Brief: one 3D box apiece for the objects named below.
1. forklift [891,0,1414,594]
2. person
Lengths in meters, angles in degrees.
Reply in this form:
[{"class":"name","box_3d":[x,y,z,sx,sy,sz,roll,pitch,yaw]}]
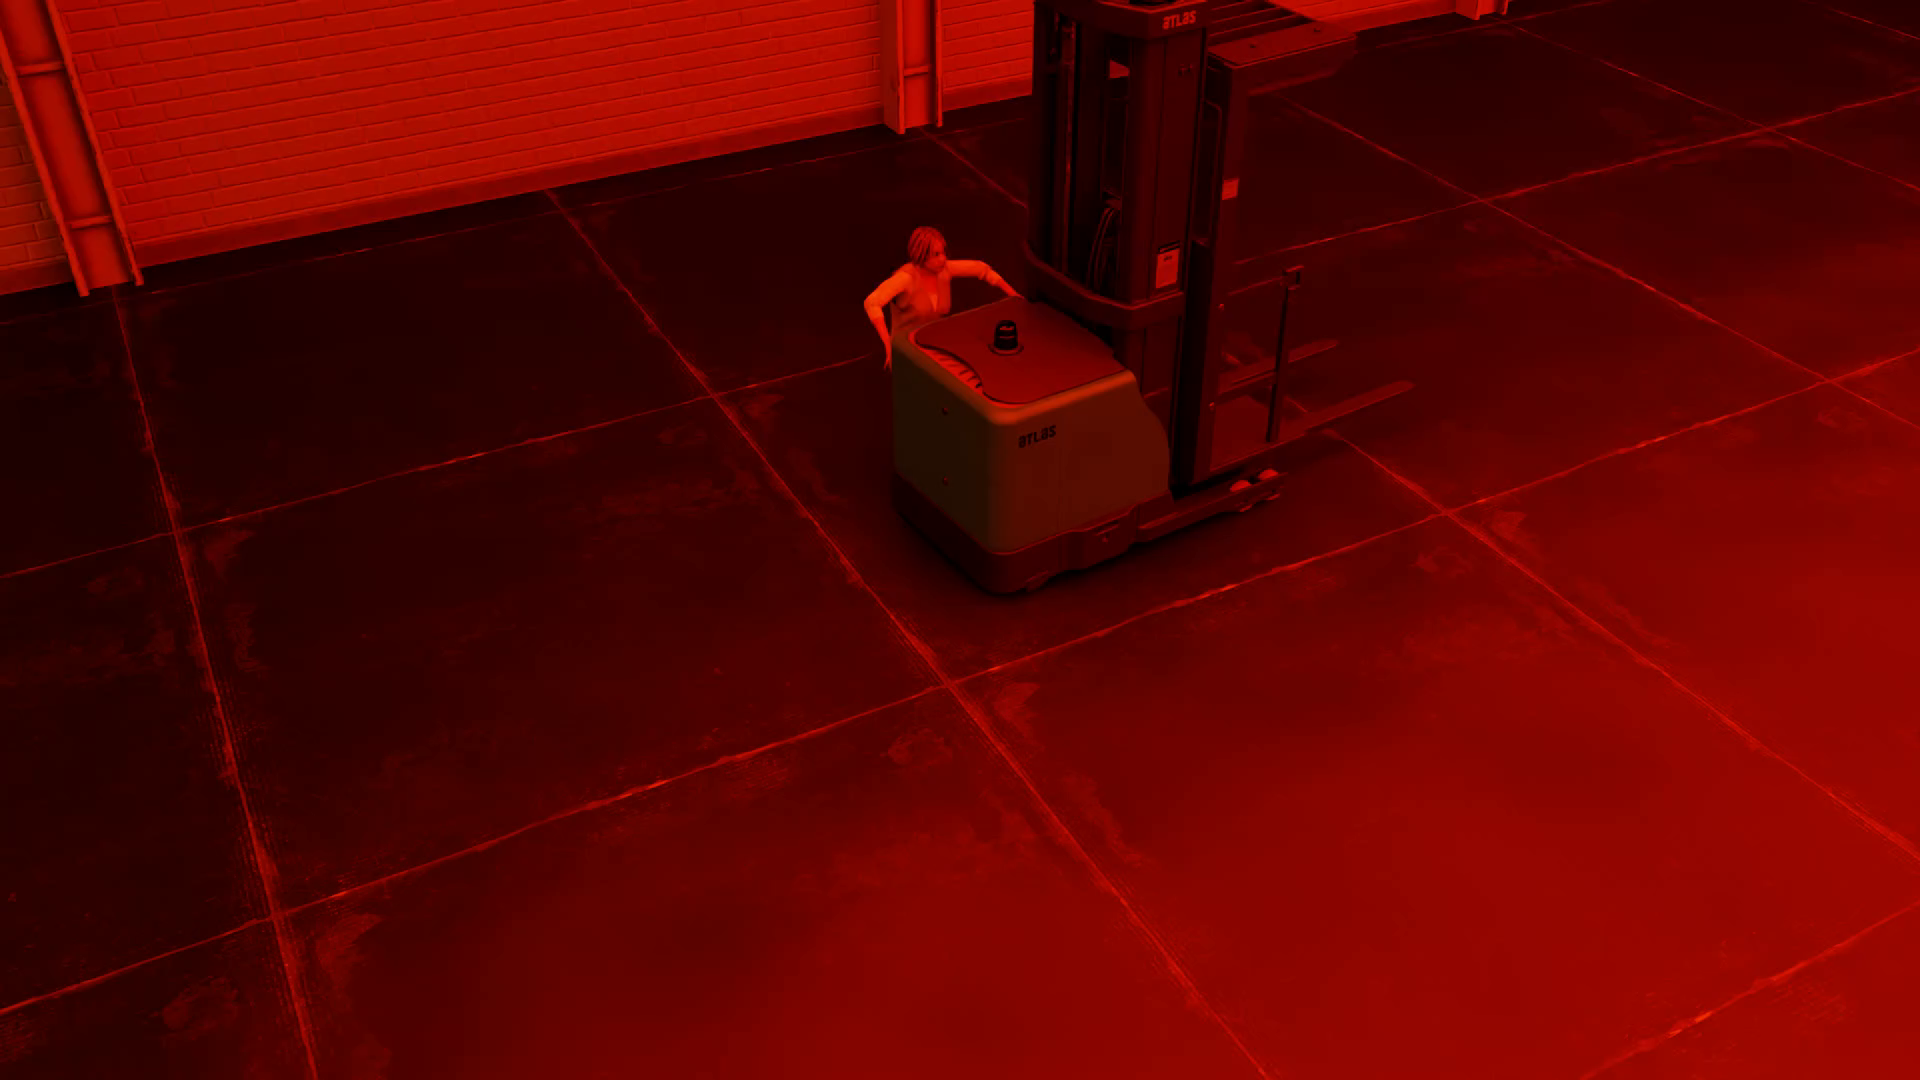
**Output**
[{"class":"forklift","box_3d":[1.155,-1.583,8.362,3.031,2.935,1.130,-21,40,-27]},{"class":"person","box_3d":[-0.040,-0.947,8.752,0.720,1.318,0.963,29,44,34]}]
